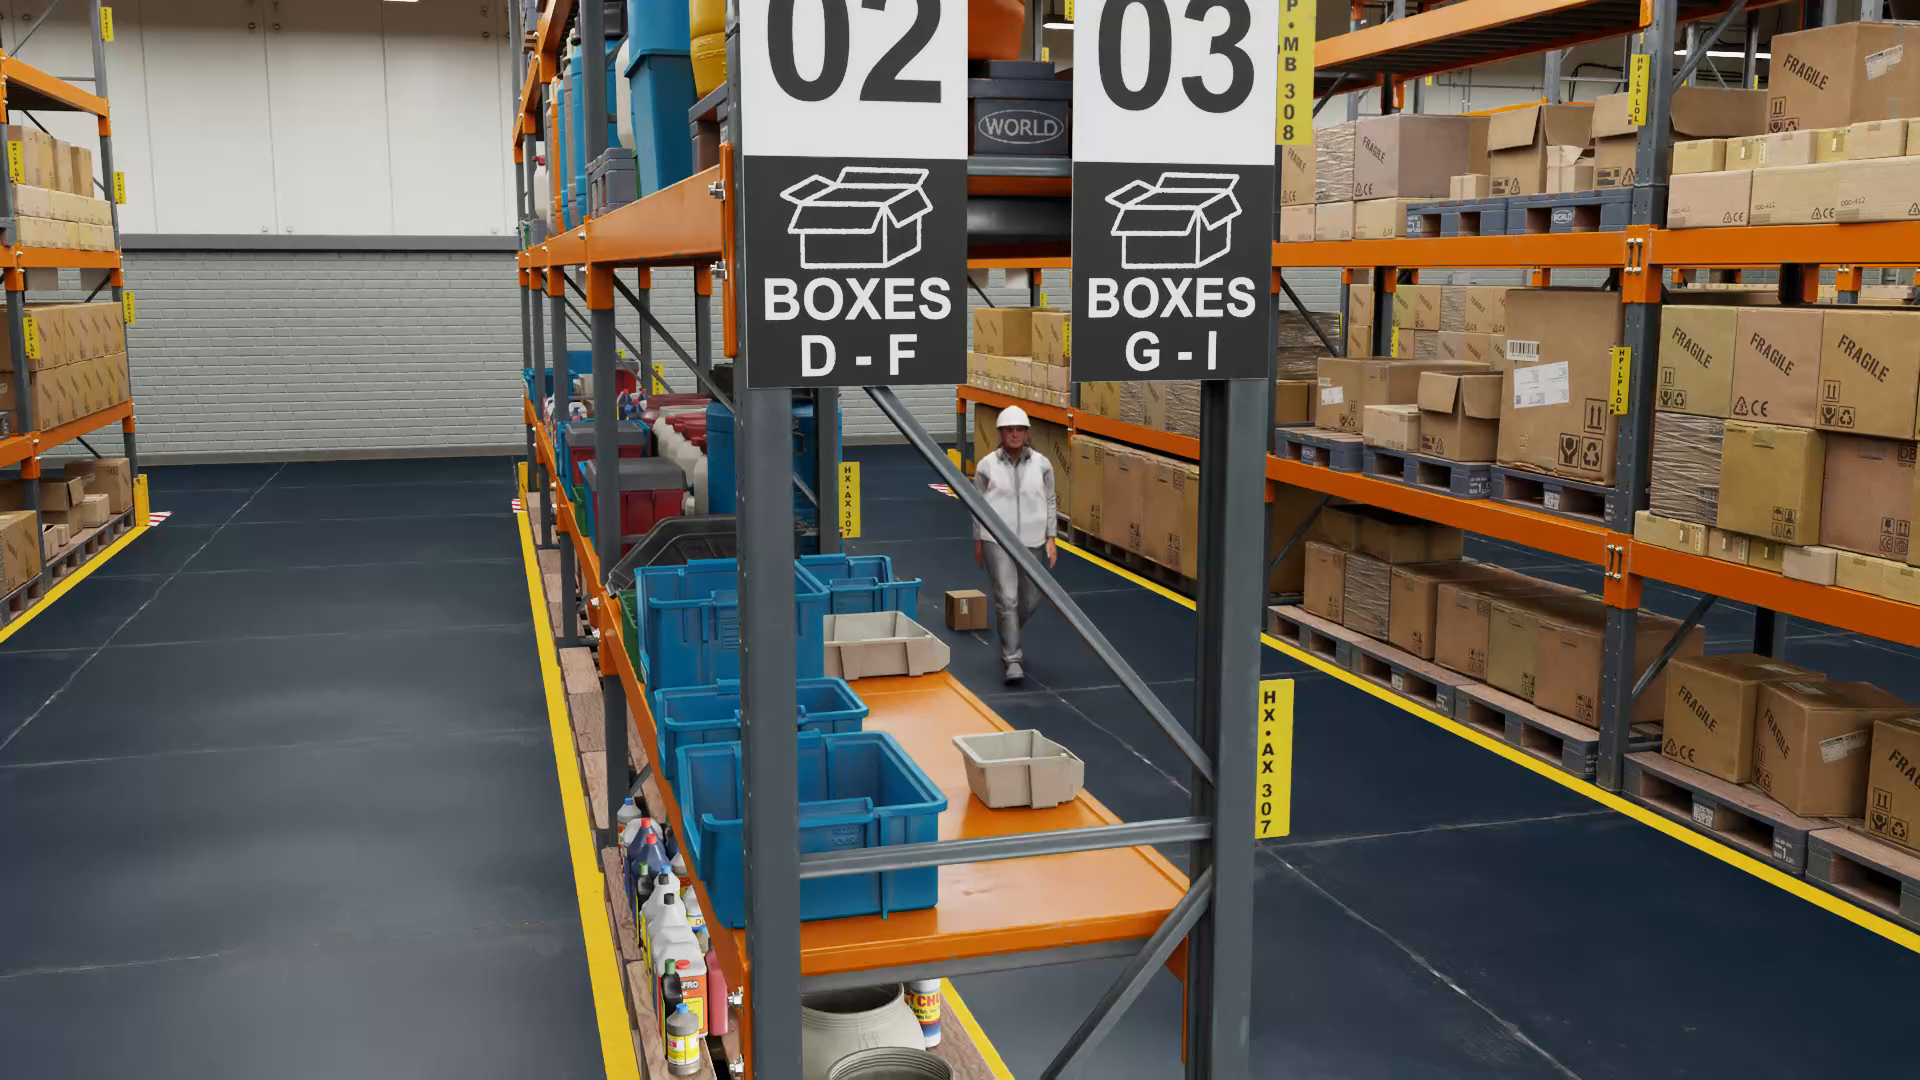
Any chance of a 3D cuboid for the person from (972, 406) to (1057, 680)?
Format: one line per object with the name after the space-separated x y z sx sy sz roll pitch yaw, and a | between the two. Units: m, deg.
0.353 -0.008 10.857 0.540 1.740 0.960 -2 9 -11 | person
